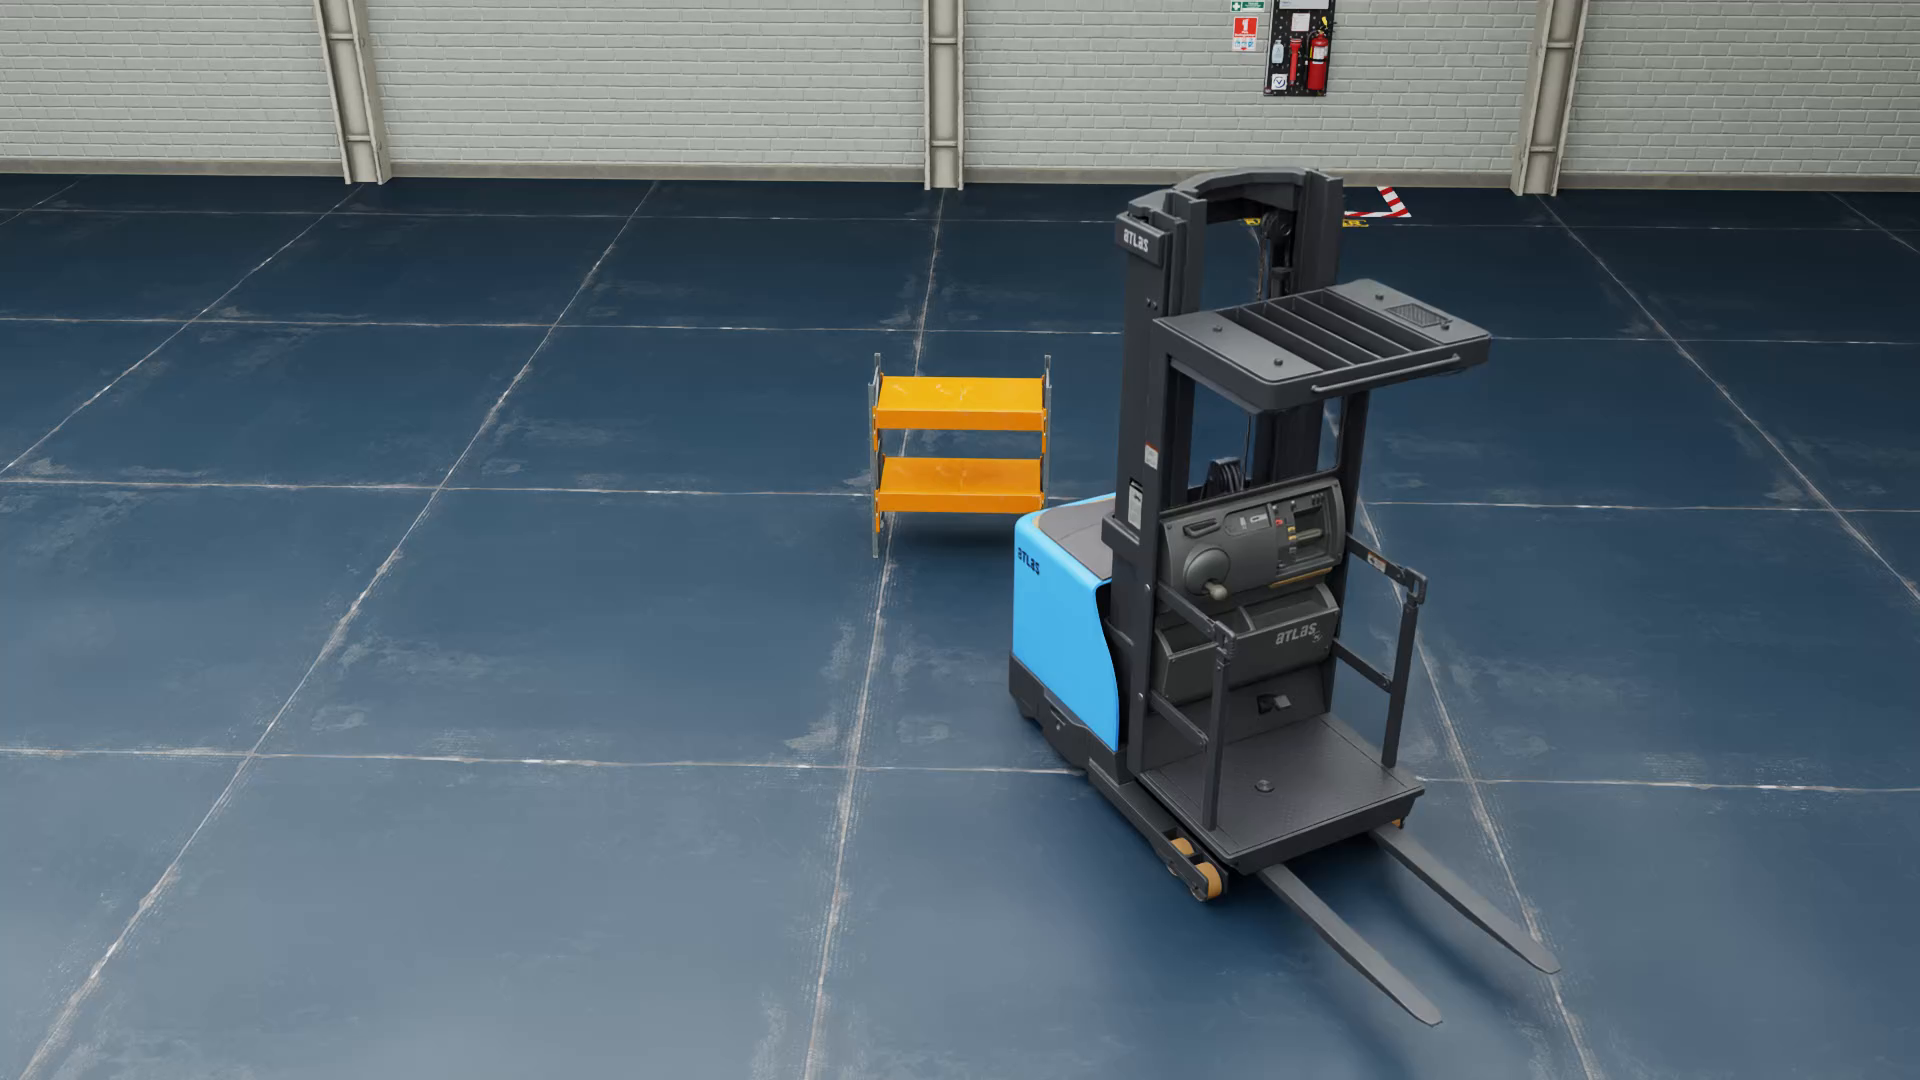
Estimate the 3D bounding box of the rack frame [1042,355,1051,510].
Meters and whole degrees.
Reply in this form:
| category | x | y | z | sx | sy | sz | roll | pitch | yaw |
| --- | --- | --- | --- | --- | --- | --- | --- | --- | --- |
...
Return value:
| category | x | y | z | sx | sy | sz | roll | pitch | yaw |
| --- | --- | --- | --- | --- | --- | --- | --- | --- | --- |
| rack frame | 0.515 | -0.488 | 9.971 | 0.032 | 1.125 | 0.500 | 1 | 28 | 2 |

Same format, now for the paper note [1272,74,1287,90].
| category | x | y | z | sx | sy | sz | roll | pitch | yaw |
| --- | --- | --- | --- | --- | --- | --- | --- | --- | --- |
| paper note | 3.195 | -4.583 | 16.634 | 0.142 | 0.148 | 0.016 | 1 | 28 | 2 |

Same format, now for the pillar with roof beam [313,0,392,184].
| category | x | y | z | sx | sy | sz | roll | pitch | yaw |
| --- | --- | --- | --- | --- | --- | --- | --- | --- | --- |
| pillar with roof beam | -6.307 | -5.713 | 11.418 | 0.400 | 9.000 | 9.100 | 1 | 28 | 2 |

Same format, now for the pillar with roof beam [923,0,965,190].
| category | x | y | z | sx | sy | sz | roll | pitch | yaw |
| --- | --- | --- | --- | --- | --- | --- | --- | --- | --- |
| pillar with roof beam | -0.311 | -5.613 | 11.231 | 0.400 | 9.000 | 9.100 | 1 | 28 | 2 |

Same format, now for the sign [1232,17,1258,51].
| category | x | y | z | sx | sy | sz | roll | pitch | yaw |
| --- | --- | --- | --- | --- | --- | --- | --- | --- | --- |
| sign | 2.820 | -5.010 | 16.461 | 0.234 | 0.329 | 0.001 | 1 | 28 | 2 |

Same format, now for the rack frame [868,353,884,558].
| category | x | y | z | sx | sy | sz | roll | pitch | yaw |
| --- | --- | --- | --- | --- | --- | --- | --- | --- | --- |
| rack frame | -0.501 | -0.505 | 10.002 | 0.032 | 1.125 | 0.500 | 1 | 28 | 2 |

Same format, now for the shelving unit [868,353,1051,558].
| category | x | y | z | sx | sy | sz | roll | pitch | yaw |
| --- | --- | --- | --- | --- | --- | --- | --- | --- | --- |
| shelving unit | 0.007 | -0.497 | 9.986 | 1.048 | 1.125 | 0.538 | 1 | 28 | 2 |

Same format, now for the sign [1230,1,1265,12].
| category | x | y | z | sx | sy | sz | roll | pitch | yaw |
| --- | --- | --- | --- | --- | --- | --- | --- | --- | --- |
| sign | 2.824 | -5.240 | 16.329 | 0.331 | 0.109 | 0.001 | 1 | 28 | 2 |

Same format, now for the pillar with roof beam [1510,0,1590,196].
| category | x | y | z | sx | sy | sz | roll | pitch | yaw |
| --- | --- | --- | --- | --- | --- | --- | --- | --- | --- |
| pillar with roof beam | 5.686 | -5.514 | 11.044 | 0.400 | 9.000 | 9.100 | 1 | 28 | 2 |

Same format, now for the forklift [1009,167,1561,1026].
| category | x | y | z | sx | sy | sz | roll | pitch | yaw |
| --- | --- | --- | --- | --- | --- | --- | --- | --- | --- |
| forklift | 1.382 | 0.042 | 7.041 | 1.130 | 2.935 | 3.031 | -14 | 31 | -24 |

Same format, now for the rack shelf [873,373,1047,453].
| category | x | y | z | sx | sy | sz | roll | pitch | yaw |
| --- | --- | --- | --- | --- | --- | --- | --- | --- | --- |
| rack shelf | 0.007 | -0.755 | 9.849 | 1.000 | 0.278 | 0.538 | 1 | 28 | 2 |

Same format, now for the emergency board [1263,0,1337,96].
| category | x | y | z | sx | sy | sz | roll | pitch | yaw |
| --- | --- | --- | --- | --- | --- | --- | --- | --- | --- |
| emergency board | 3.369 | -4.937 | 16.361 | 0.643 | 1.169 | 0.194 | 1 | 28 | 2 |

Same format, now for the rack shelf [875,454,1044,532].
| category | x | y | z | sx | sy | sz | roll | pitch | yaw |
| --- | --- | --- | --- | --- | --- | --- | --- | --- | --- |
| rack shelf | 0.007 | -0.281 | 10.101 | 1.000 | 0.278 | 0.538 | 1 | 28 | 2 |
